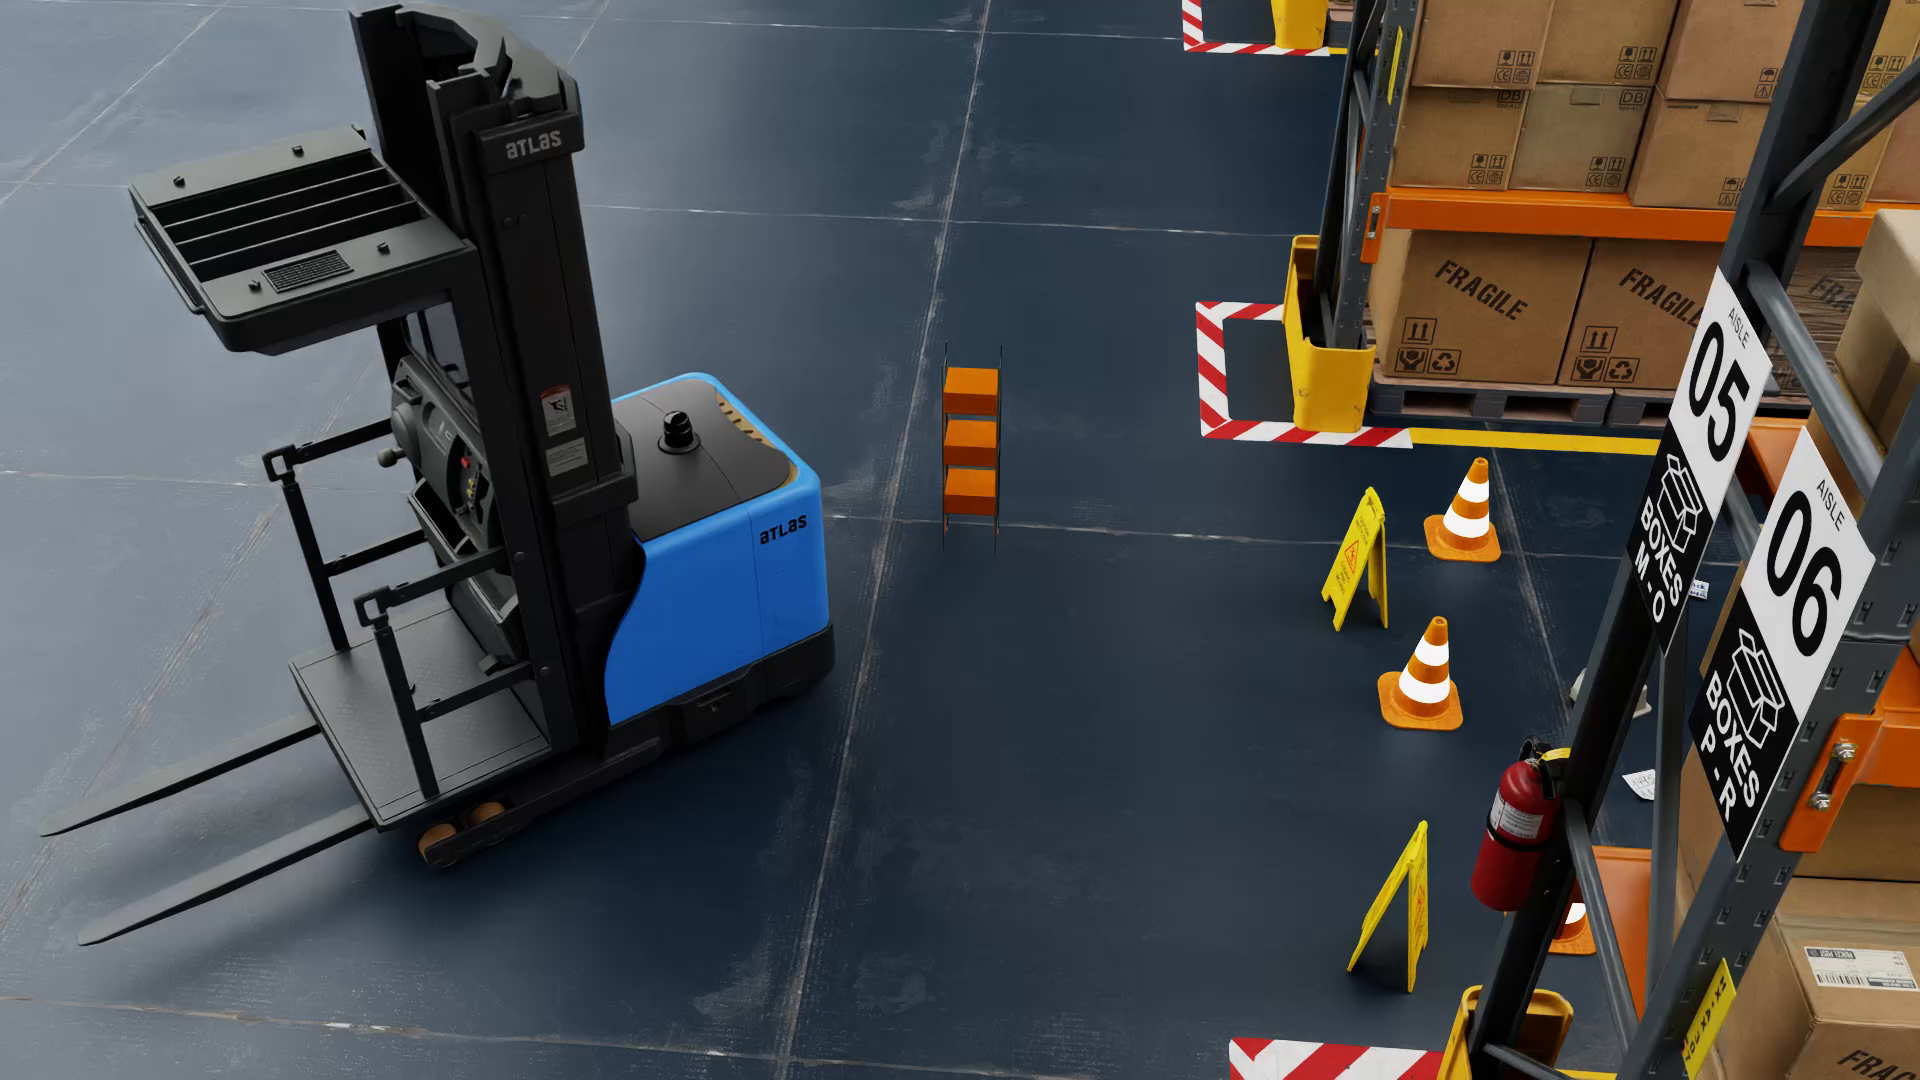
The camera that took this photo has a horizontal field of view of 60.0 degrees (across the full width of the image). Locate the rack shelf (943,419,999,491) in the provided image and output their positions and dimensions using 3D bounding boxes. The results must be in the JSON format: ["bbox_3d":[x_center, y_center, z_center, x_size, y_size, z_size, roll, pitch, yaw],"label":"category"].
[{"bbox_3d":[0.053,-0.396,7.592,0.240,0.259,0.215,3,39,4],"label":"rack shelf"}]

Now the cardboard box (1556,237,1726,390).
[{"bbox_3d":[3.542,-1.384,8.596,0.875,0.875,0.875,3,39,3],"label":"cardboard box"}]

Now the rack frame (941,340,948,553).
[{"bbox_3d":[-0.068,-0.411,7.594,0.008,1.050,0.200,3,39,4],"label":"rack frame"}]

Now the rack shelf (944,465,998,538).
[{"bbox_3d":[0.053,-0.180,7.768,0.240,0.259,0.215,3,39,4],"label":"rack shelf"}]

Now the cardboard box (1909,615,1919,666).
[{"bbox_3d":[1.960,0.188,3.137,0.250,0.149,0.380,3,39,4],"label":"cardboard box"}]

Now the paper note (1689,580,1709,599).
[{"bbox_3d":[3.358,0.216,7.633,0.142,0.017,0.144,16,42,19],"label":"paper note"}]

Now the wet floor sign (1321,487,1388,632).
[{"bbox_3d":[1.784,0.069,7.324,0.232,0.644,0.267,-3,39,-4],"label":"wet floor sign"}]

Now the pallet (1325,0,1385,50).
[{"bbox_3d":[3.394,-4.049,12.728,1.213,0.211,1.003,3,39,4],"label":"pallet"}]

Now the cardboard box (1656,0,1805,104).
[{"bbox_3d":[3.452,-2.432,7.558,0.550,0.550,0.875,3,39,4],"label":"cardboard box"}]

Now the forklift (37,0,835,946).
[{"bbox_3d":[-2.036,-0.264,5.923,3.031,2.935,1.130,-24,45,-26],"label":"forklift"}]

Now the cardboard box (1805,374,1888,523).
[{"bbox_3d":[2.037,-0.191,3.602,0.250,0.149,0.380,3,39,4],"label":"cardboard box"}]

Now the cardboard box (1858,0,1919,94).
[{"bbox_3d":[3.991,-2.485,7.623,0.500,0.550,0.875,3,39,4],"label":"cardboard box"}]

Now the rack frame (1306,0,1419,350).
[{"bbox_3d":[1.984,-2.087,8.109,0.127,3.000,1.000,3,39,4],"label":"rack frame"}]

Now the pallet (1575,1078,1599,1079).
[{"bbox_3d":[2.539,2.183,5.071,1.213,0.211,1.003,3,39,4],"label":"pallet"}]

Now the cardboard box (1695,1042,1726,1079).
[{"bbox_3d":[1.978,1.277,4.174,0.250,0.149,0.380,3,39,4],"label":"cardboard box"}]

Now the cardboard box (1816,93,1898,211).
[{"bbox_3d":[3.986,-2.025,7.914,0.500,0.550,0.875,3,39,4],"label":"cardboard box"}]

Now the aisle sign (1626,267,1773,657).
[{"bbox_3d":[1.620,-0.163,3.685,0.004,0.787,0.394,3,39,4],"label":"aisle sign"}]

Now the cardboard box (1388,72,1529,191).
[{"bbox_3d":[2.357,-2.154,8.072,0.550,0.550,0.875,3,39,4],"label":"cardboard box"}]

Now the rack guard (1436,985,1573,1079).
[{"bbox_3d":[1.733,2.005,5.061,0.348,0.500,1.175,3,39,4],"label":"rack guard"}]

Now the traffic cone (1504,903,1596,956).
[{"bbox_3d":[2.197,1.227,6.046,0.334,0.463,0.336,3,39,4],"label":"traffic cone"}]

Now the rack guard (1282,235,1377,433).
[{"bbox_3d":[1.960,-1.119,8.900,0.348,0.500,1.175,3,39,4],"label":"rack guard"}]

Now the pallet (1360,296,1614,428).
[{"bbox_3d":[2.787,-1.012,8.996,1.213,0.211,1.003,3,39,4],"label":"pallet"}]

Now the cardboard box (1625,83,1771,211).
[{"bbox_3d":[3.454,-2.028,7.917,0.550,0.550,0.875,3,39,4],"label":"cardboard box"}]

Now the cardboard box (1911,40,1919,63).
[{"bbox_3d":[4.520,-2.461,7.594,0.550,0.550,0.875,3,39,4],"label":"cardboard box"}]

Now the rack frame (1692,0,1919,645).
[{"bbox_3d":[1.657,-1.295,2.384,0.127,3.000,1.000,3,39,4],"label":"rack frame"}]

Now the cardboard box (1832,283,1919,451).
[{"bbox_3d":[2.190,-0.331,3.458,0.500,0.250,0.500,3,39,3],"label":"cardboard box"}]

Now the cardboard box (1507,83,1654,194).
[{"bbox_3d":[2.907,-2.138,8.052,0.550,0.550,0.875,3,39,4],"label":"cardboard box"}]

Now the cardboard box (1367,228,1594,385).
[{"bbox_3d":[2.665,-1.431,8.653,0.875,0.875,0.875,3,39,4],"label":"cardboard box"}]

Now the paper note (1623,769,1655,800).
[{"bbox_3d":[2.771,0.982,6.689,0.142,0.019,0.148,-10,40,-12],"label":"paper note"}]

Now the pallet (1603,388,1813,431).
[{"bbox_3d":[3.999,-0.944,8.913,1.213,0.211,1.003,3,39,4],"label":"pallet"}]

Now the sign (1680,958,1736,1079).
[{"bbox_3d":[1.611,1.037,3.585,0.005,0.325,0.100,3,39,4],"label":"sign"}]

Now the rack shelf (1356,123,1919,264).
[{"bbox_3d":[3.976,-1.700,8.202,4.000,0.370,1.077,3,39,4],"label":"rack shelf"}]

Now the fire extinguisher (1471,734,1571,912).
[{"bbox_3d":[1.583,0.765,4.666,0.183,0.674,0.296,3,39,4],"label":"fire extinguisher"}]

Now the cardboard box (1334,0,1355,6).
[{"bbox_3d":[3.133,-4.350,12.536,0.500,0.500,0.500,10,40,12],"label":"cardboard box"}]

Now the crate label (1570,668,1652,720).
[{"bbox_3d":[2.743,0.641,7.025,0.298,0.136,0.250,-16,42,-19],"label":"crate label"}]

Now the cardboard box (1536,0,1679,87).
[{"bbox_3d":[2.906,-2.548,7.700,0.550,0.550,0.875,3,39,4],"label":"cardboard box"}]

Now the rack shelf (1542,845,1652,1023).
[{"bbox_3d":[3.650,1.419,4.371,4.000,0.370,1.077,3,39,4],"label":"rack shelf"}]

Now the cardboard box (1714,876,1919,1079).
[{"bbox_3d":[2.105,1.077,3.906,0.500,0.500,0.500,3,39,3],"label":"cardboard box"}]

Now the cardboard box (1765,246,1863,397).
[{"bbox_3d":[4.450,-1.333,8.533,0.875,0.875,0.875,3,39,4],"label":"cardboard box"}]

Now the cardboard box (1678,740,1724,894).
[{"bbox_3d":[2.222,0.733,4.329,0.500,0.500,0.500,2,39,3],"label":"cardboard box"}]

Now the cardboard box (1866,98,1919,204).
[{"bbox_3d":[4.522,-2.060,7.956,0.550,0.550,0.875,3,39,4],"label":"cardboard box"}]

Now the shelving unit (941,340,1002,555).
[{"bbox_3d":[0.053,-0.404,7.585,0.252,1.050,0.215,3,39,4],"label":"shelving unit"}]

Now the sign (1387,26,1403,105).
[{"bbox_3d":[1.930,-2.105,7.382,0.005,0.325,0.100,3,39,4],"label":"sign"}]

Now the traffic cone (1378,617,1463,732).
[{"bbox_3d":[1.954,0.511,6.927,0.334,0.463,0.336,3,39,4],"label":"traffic cone"}]

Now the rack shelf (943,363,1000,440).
[{"bbox_3d":[0.053,-0.616,7.413,0.240,0.259,0.215,3,39,4],"label":"rack shelf"}]

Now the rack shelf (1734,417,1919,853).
[{"bbox_3d":[3.650,0.256,3.424,4.000,0.370,1.077,3,39,4],"label":"rack shelf"}]

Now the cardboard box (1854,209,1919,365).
[{"bbox_3d":[2.020,-0.511,3.364,0.250,0.149,0.380,3,39,4],"label":"cardboard box"}]

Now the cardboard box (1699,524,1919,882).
[{"bbox_3d":[2.185,0.380,3.971,0.500,0.500,0.700,2,39,3],"label":"cardboard box"}]

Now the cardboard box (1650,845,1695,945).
[{"bbox_3d":[2.048,1.014,4.497,0.250,0.149,0.380,4,39,5],"label":"cardboard box"}]

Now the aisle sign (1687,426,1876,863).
[{"bbox_3d":[1.569,0.215,3.221,0.004,0.787,0.394,3,39,4],"label":"aisle sign"}]

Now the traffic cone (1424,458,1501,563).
[{"bbox_3d":[2.390,-0.182,7.777,0.334,0.463,0.336,3,39,4],"label":"traffic cone"}]

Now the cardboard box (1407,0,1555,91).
[{"bbox_3d":[2.350,-2.520,7.666,0.550,0.550,0.875,3,39,4],"label":"cardboard box"}]

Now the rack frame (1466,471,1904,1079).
[{"bbox_3d":[1.657,1.031,4.277,0.127,3.000,1.000,3,39,4],"label":"rack frame"}]

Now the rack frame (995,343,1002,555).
[{"bbox_3d":[0.175,-0.398,7.577,0.008,1.050,0.200,3,39,4],"label":"rack frame"}]

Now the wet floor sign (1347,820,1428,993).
[{"bbox_3d":[1.560,1.261,5.860,0.232,0.644,0.267,16,42,19],"label":"wet floor sign"}]

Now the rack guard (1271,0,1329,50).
[{"bbox_3d":[2.588,-4.228,12.719,0.348,0.500,1.175,3,39,4],"label":"rack guard"}]
